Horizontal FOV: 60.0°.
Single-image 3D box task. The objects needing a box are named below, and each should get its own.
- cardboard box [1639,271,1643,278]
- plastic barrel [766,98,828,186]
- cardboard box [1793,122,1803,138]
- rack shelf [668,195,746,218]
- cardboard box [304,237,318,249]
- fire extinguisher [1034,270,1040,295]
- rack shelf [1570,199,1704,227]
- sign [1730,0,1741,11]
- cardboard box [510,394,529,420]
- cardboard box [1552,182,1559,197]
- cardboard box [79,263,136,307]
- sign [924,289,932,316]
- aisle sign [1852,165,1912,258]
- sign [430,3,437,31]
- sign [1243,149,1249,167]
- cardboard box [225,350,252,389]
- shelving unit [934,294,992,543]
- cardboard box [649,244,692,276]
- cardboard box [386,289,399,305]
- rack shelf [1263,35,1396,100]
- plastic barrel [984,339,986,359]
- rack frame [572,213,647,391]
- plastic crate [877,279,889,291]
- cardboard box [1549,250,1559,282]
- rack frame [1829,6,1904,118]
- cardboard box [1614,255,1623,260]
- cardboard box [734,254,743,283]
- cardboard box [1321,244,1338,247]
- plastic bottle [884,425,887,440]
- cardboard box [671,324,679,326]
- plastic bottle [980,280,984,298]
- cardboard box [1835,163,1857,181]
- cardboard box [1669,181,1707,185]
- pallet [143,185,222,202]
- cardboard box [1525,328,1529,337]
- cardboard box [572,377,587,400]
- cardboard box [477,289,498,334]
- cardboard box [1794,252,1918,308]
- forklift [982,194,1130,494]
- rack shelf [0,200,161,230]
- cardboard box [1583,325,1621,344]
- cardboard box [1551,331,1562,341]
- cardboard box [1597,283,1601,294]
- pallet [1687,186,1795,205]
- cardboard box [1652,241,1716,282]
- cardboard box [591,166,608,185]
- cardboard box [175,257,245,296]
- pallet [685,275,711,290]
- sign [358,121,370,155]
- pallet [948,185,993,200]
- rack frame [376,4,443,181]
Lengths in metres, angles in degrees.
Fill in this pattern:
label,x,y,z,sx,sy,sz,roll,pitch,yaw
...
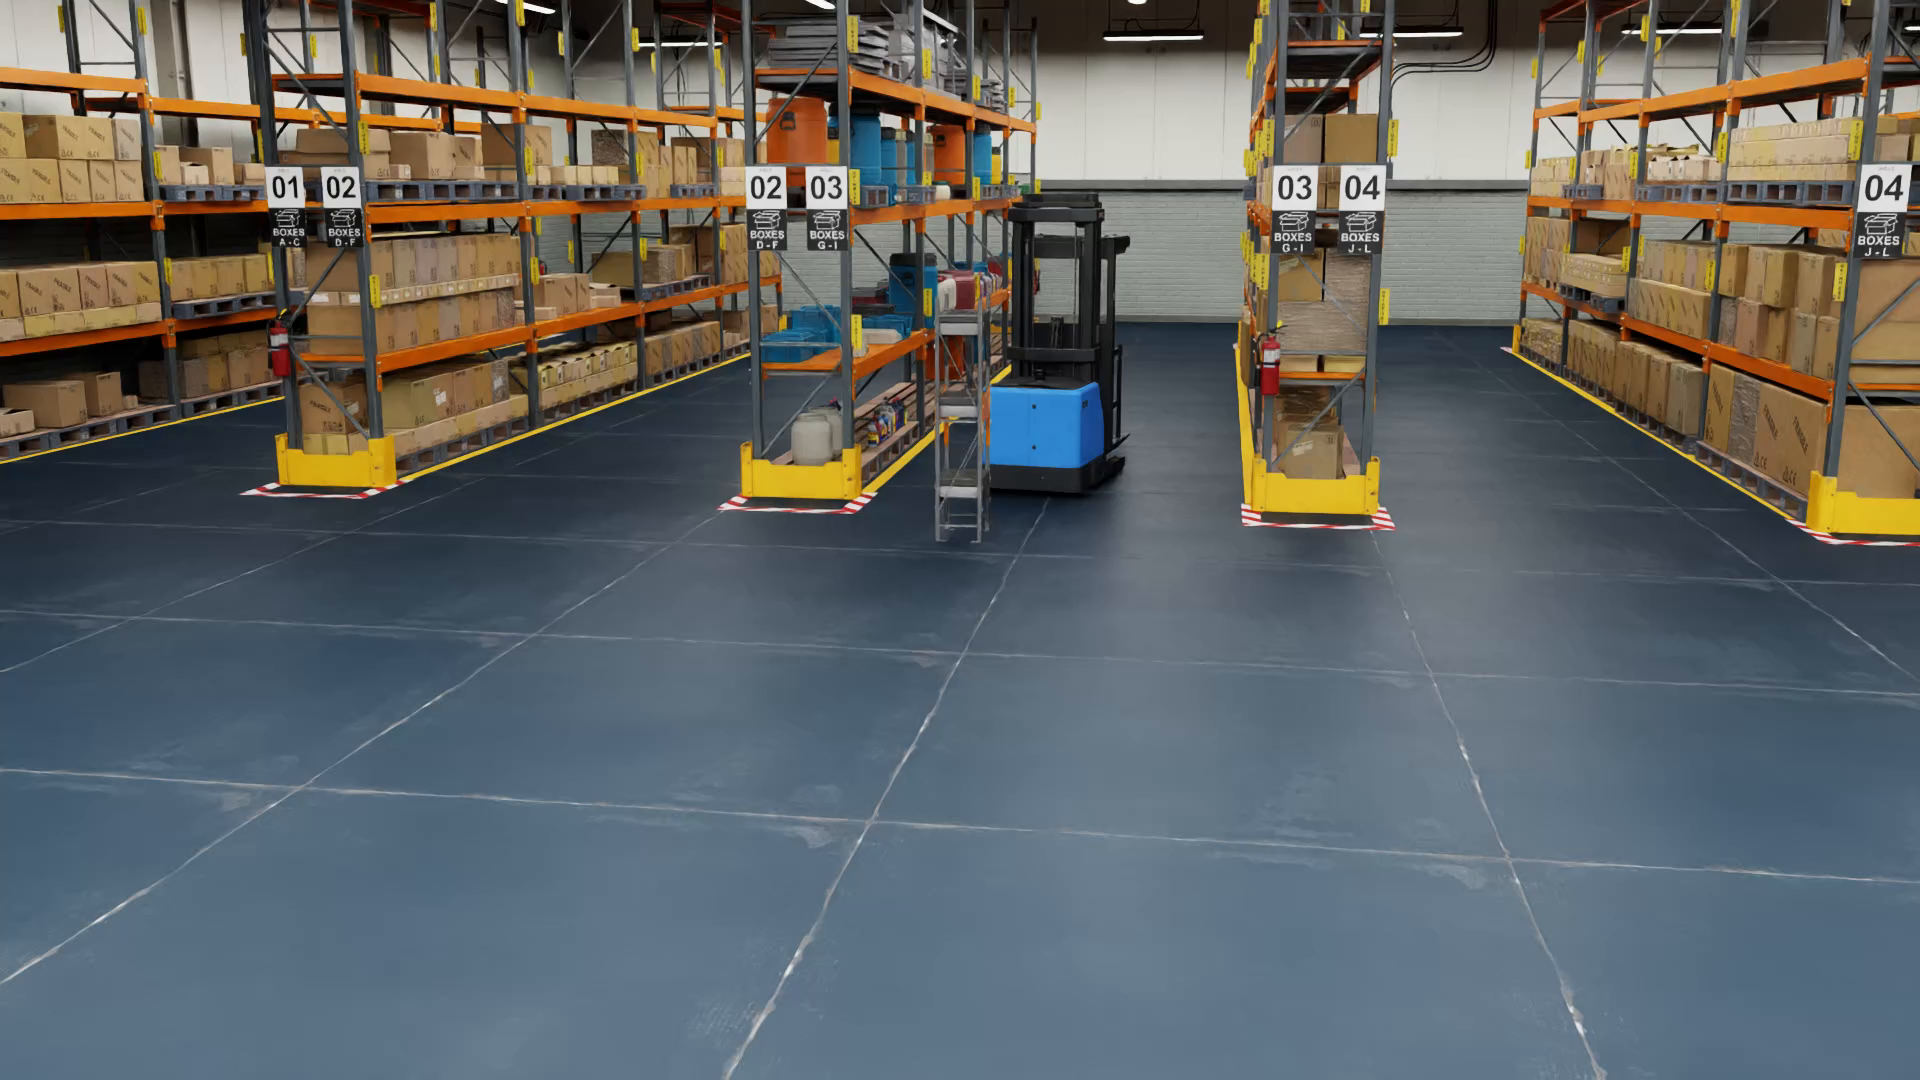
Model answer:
label,x,y,z,sx,sy,sz,roll,pitch,yaw
cardboard box,9.894,-3.761,23.718,0.380,0.149,0.250,2,12,9
plastic barrel,-1.594,-3.886,16.270,0.600,0.830,0.708,2,12,9
cardboard box,8.148,-3.890,15.775,0.380,0.149,0.250,2,12,8
rack shelf,-4.284,-6.090,30.218,1.077,0.370,4.000,2,12,9
cardboard box,-9.773,-4.548,25.708,0.500,0.250,0.500,2,12,10
fire extinguisher,1.390,-5.027,31.766,0.296,0.674,0.183,2,12,9
rack shelf,9.774,-4.753,24.018,1.077,0.370,4.000,2,12,9
sign,8.313,-5.833,17.794,0.100,0.325,0.005,2,12,9
cardboard box,-5.678,-1.651,20.563,0.500,0.250,0.500,2,12,9
cardboard box,10.056,-5.768,27.375,0.500,0.250,0.500,2,12,8
cardboard box,-10.556,-3.144,20.488,0.500,0.500,0.500,2,12,8
sign,-0.386,-2.847,19.928,0.100,0.325,0.005,2,12,9
aisle sign,7.929,-2.823,14.301,0.394,0.787,0.004,2,12,9
sign,-6.360,-6.336,20.130,0.100,0.325,0.005,2,12,9
sign,5.264,-7.021,30.570,0.100,0.325,0.005,2,12,9
cardboard box,-10.472,-2.414,23.464,0.700,0.500,0.500,2,12,9
shelving unit,0.025,-1.061,14.432,0.431,2.100,0.503,2,12,9
cardboard box,-4.886,-4.721,28.047,0.700,0.500,0.500,-2,12,-10
cardboard box,-6.126,-2.556,17.458,0.380,0.149,0.250,2,12,7
rack shelf,3.658,-4.735,16.818,1.077,0.370,4.000,2,12,9
plastic barrel,0.202,-3.464,27.432,0.600,0.901,0.708,2,12,9
rack frame,-5.207,-3.726,24.662,1.000,3.000,0.127,2,12,9
plastic crate,-0.864,-3.269,22.392,0.402,0.464,0.583,2,12,9
cardboard box,9.958,-4.467,27.159,0.500,0.500,0.500,2,12,7
rack frame,15.603,-7.681,28.775,1.000,3.000,0.127,2,12,9
cardboard box,10.131,-4.229,25.183,0.380,0.149,0.250,1,12,7
cardboard box,-4.169,-4.811,29.462,0.500,0.500,0.500,2,12,10
cardboard box,3.788,-2.631,16.267,0.500,0.500,0.500,2,12,9
plastic bottle,-0.873,-1.227,18.663,0.097,0.201,0.097,0,12,0
cardboard box,-4.978,-3.348,27.796,0.500,0.500,0.500,2,12,9
plastic bottle,0.286,-3.872,25.636,0.152,0.276,0.135,2,12,9
cardboard box,7.952,-3.235,14.626,0.380,0.149,0.250,2,12,9
cardboard box,9.817,-4.848,22.511,0.500,0.500,0.500,2,12,9
pallet,-10.517,-4.553,21.824,1.213,0.211,1.003,2,12,9
cardboard box,10.265,-3.689,29.555,0.380,0.149,0.250,2,12,8
cardboard box,-5.358,-2.045,22.391,0.500,0.250,0.500,1,12,7
cardboard box,-5.959,-2.740,19.848,0.700,0.500,0.500,2,12,8
cardboard box,8.545,-2.464,15.887,0.875,0.550,0.550,2,12,9
forklift,1.148,-2.158,17.551,1.130,2.935,3.031,4,13,18
rack shelf,-11.025,-3.751,19.368,1.077,0.370,4.000,2,12,9
cardboard box,9.545,-3.043,24.649,0.500,0.250,0.500,2,12,11
cardboard box,9.910,-3.347,27.260,0.380,0.149,0.250,2,12,8
cardboard box,9.167,-3.528,23.342,0.380,0.149,0.250,2,12,10
pallet,8.943,-3.955,19.059,0.805,0.209,1.217,1,12,6
cardboard box,9.311,-3.562,21.289,0.700,0.500,0.500,2,12,8
cardboard box,-5.284,-5.118,23.362,0.500,0.250,0.500,2,12,10
cardboard box,-10.442,-3.676,23.149,0.700,0.500,0.500,4,13,16
pallet,-4.823,-4.302,27.791,1.003,0.211,1.213,2,12,9
sign,-5.890,-3.974,16.429,0.100,0.325,0.005,2,12,9
pallet,-0.099,-5.095,24.342,1.003,0.211,1.213,2,12,9
rack frame,-9.487,-7.651,28.635,1.000,3.000,0.127,2,12,9
